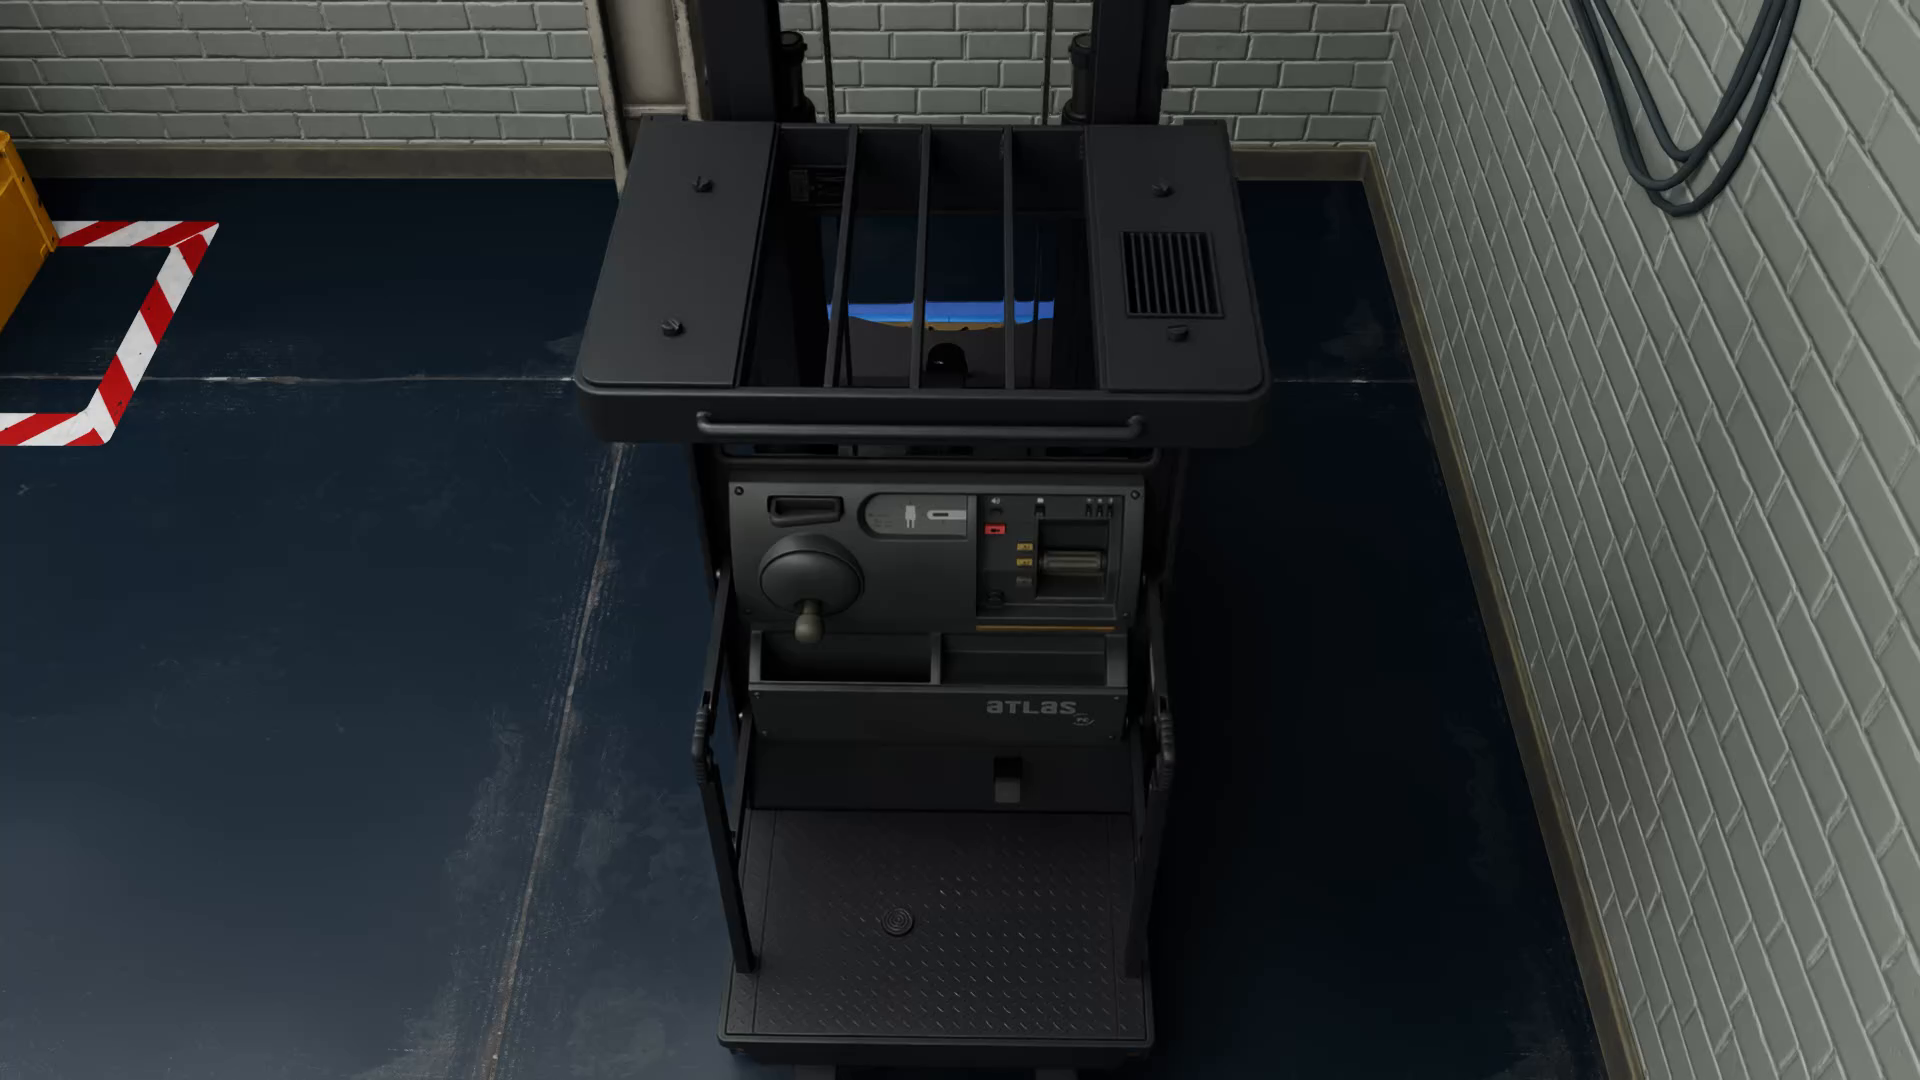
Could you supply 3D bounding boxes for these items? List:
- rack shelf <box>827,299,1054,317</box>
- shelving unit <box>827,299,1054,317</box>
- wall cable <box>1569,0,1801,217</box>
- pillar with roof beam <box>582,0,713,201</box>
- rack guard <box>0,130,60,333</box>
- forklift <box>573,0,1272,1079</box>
[{"bbox_3d":[-0.080,-0.572,5.503,1.000,0.185,0.538,-1,47,-1],"label":"rack shelf"},{"bbox_3d":[-0.080,-0.694,5.371,1.048,1.500,0.538,-1,47,-1],"label":"shelving unit"},{"bbox_3d":[1.720,-2.582,4.127,0.112,2.526,3.097,0,47,0],"label":"wall cable"},{"bbox_3d":[-1.247,-1.392,0.898,0.400,9.000,9.100,0,47,0],"label":"pillar with roof beam"},{"bbox_3d":[-3.911,-1.022,6.359,0.348,0.500,1.175,0,47,0],"label":"rack guard"},{"bbox_3d":[-0.053,0.140,3.617,1.130,2.935,3.031,1,47,1],"label":"forklift"}]
